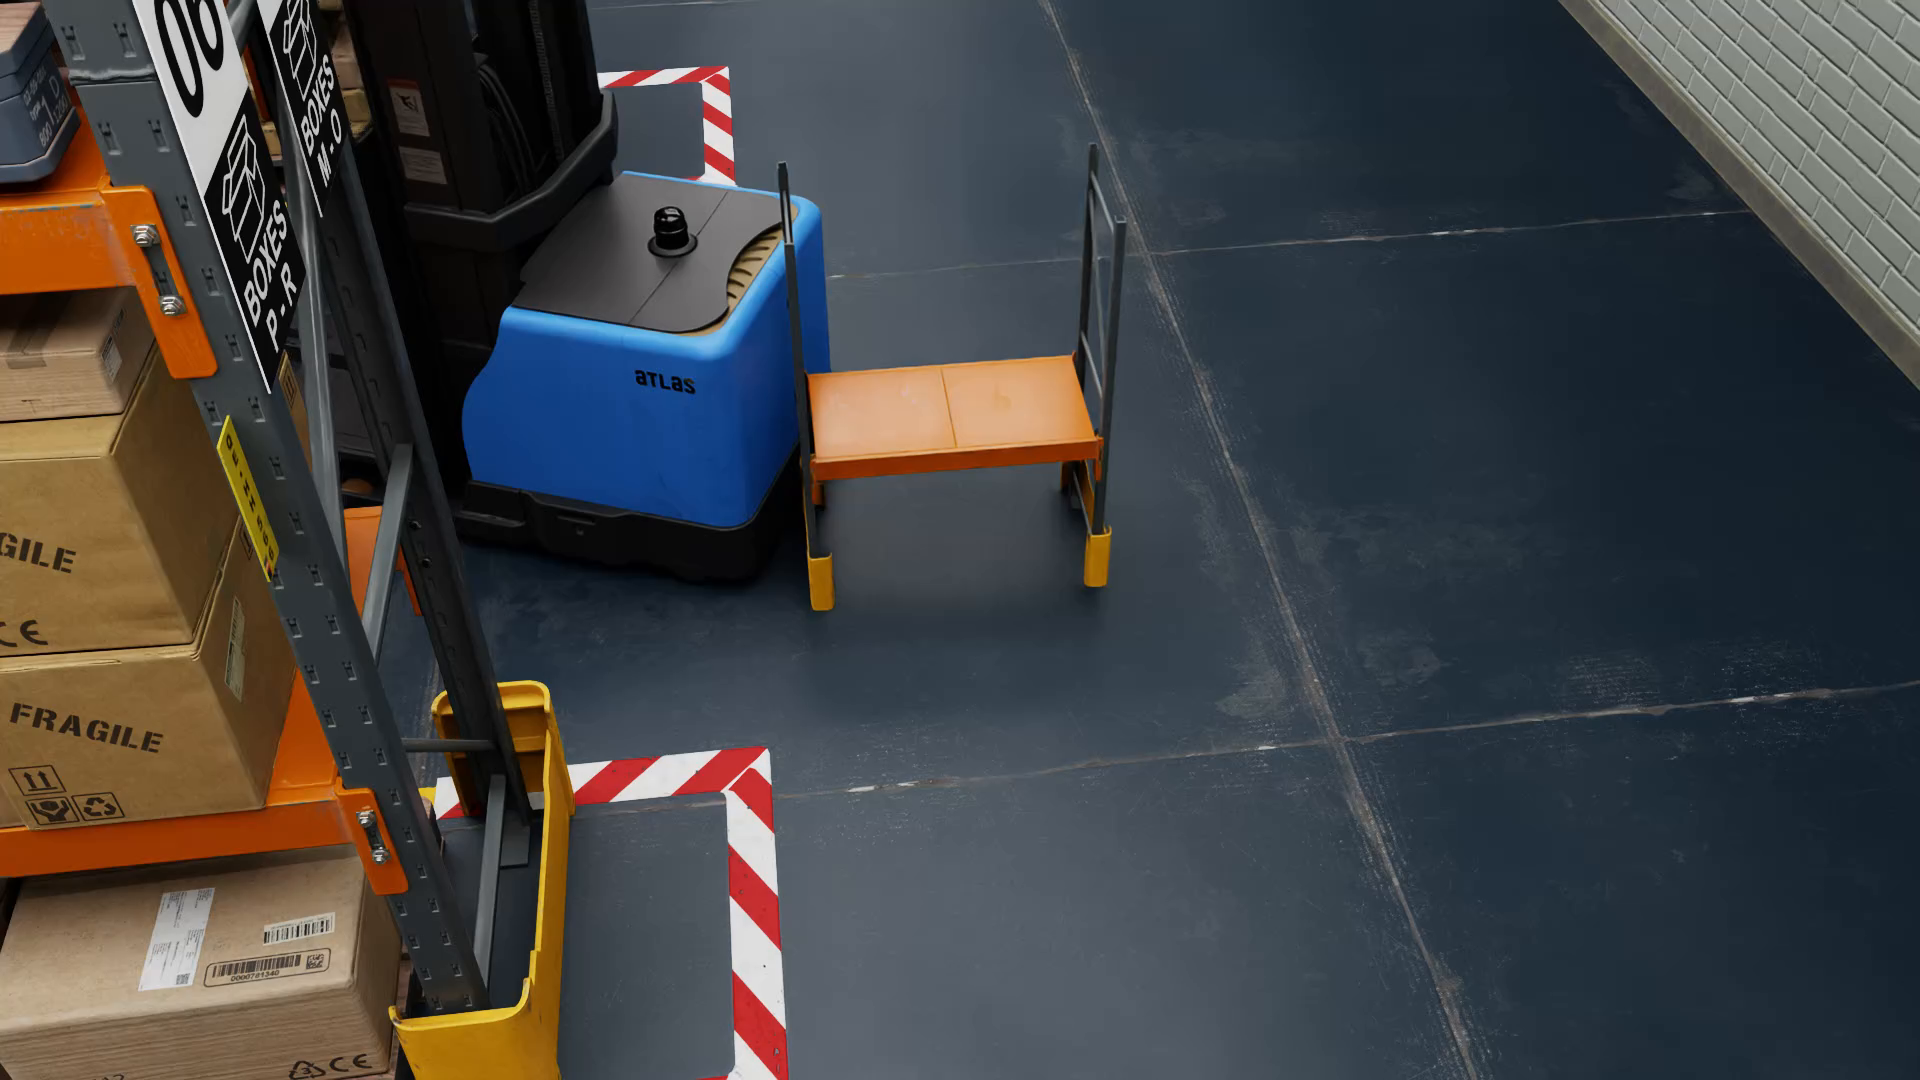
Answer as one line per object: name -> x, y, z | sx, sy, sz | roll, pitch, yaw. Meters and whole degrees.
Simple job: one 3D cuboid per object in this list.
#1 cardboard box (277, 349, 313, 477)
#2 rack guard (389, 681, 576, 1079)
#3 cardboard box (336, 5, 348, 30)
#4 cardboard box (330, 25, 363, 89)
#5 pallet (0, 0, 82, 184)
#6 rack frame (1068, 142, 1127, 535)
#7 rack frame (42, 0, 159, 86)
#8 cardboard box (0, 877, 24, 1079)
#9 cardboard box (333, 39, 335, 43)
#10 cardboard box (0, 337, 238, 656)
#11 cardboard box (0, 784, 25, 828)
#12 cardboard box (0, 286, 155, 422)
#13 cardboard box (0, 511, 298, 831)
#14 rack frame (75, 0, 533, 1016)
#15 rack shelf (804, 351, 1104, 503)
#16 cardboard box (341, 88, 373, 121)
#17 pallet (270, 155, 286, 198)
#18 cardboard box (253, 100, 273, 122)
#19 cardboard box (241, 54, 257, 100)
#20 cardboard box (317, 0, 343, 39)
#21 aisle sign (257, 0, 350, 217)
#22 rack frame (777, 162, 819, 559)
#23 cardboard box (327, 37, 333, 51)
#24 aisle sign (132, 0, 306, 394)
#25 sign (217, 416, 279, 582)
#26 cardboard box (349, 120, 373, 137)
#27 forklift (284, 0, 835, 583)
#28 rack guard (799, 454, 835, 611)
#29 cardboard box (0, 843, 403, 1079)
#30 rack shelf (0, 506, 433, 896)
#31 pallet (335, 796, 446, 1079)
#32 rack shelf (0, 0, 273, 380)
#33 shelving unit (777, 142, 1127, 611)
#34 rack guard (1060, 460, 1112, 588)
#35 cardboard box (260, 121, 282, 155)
cardboard box -> -1.873, -0.103, 4.050 | 0.500, 0.500, 0.500 | -5, 42, -6
rack guard -> -1.336, 1.009, 4.758 | 0.348, 0.500, 1.175 | -5, 42, -6
cardboard box -> -2.923, -2.590, 8.253 | 0.250, 0.149, 0.380 | -4, 42, -5
cardboard box -> -2.850, -2.316, 7.949 | 0.250, 0.149, 0.380 | -4, 42, -5
pallet -> -2.094, -0.926, 2.864 | 1.213, 0.211, 1.003 | -5, 42, -6
rack frame -> 0.465, -0.580, 5.774 | 0.032, 1.500, 0.500 | -5, 42, -5
rack frame -> -1.359, -2.145, 1.909 | 0.127, 3.000, 1.000 | -5, 42, -6
cardboard box -> -2.907, 1.087, 4.404 | 0.875, 0.438, 0.875 | -4, 42, -4
cardboard box -> -3.164, -2.462, 8.333 | 0.250, 0.149, 0.380 | -4, 42, -5
cardboard box -> -1.807, -0.125, 3.328 | 0.500, 0.500, 0.500 | -4, 42, -4
cardboard box -> -2.303, 0.297, 3.606 | 0.500, 0.500, 0.500 | -6, 42, -6
cardboard box -> -1.689, -0.402, 3.151 | 0.250, 0.149, 0.380 | -4, 42, -5
cardboard box -> -1.803, 0.264, 3.643 | 0.500, 0.500, 0.500 | -5, 42, -5
rack frame -> -1.359, 0.083, 3.918 | 0.127, 3.000, 1.000 | -5, 42, -6
rack shelf -> -0.039, -0.405, 5.848 | 1.000, 0.185, 0.538 | -5, 42, -5
cardboard box -> -2.854, -2.181, 8.021 | 0.250, 0.149, 0.380 | -6, 42, -7
pallet -> -2.987, -2.106, 8.428 | 1.213, 0.211, 1.003 | -5, 42, -6
cardboard box -> -3.383, -2.167, 8.005 | 0.250, 0.149, 0.380 | -5, 42, -6
cardboard box -> -3.355, -2.229, 7.852 | 0.250, 0.149, 0.380 | -7, 42, -7
cardboard box -> -3.189, -2.653, 8.323 | 0.250, 0.149, 0.380 | -5, 42, -6
aisle sign -> -1.326, -1.081, 3.268 | 0.004, 0.787, 0.394 | -5, 42, -6
rack frame -> -0.544, -0.497, 5.681 | 0.032, 1.500, 0.500 | -5, 42, -5
cardboard box -> -3.090, -2.209, 7.830 | 0.250, 0.149, 0.380 | -6, 42, -6
aisle sign -> -1.248, -0.683, 2.826 | 0.004, 0.787, 0.394 | -5, 42, -6
sign -> -1.303, -0.073, 3.050 | 0.005, 0.325, 0.100 | -5, 42, -6
cardboard box -> -2.838, -2.019, 8.064 | 0.250, 0.149, 0.380 | -4, 42, -4
forklift -> -2.063, -1.486, 5.710 | 3.031, 2.935, 1.130 | 11, 43, 12
rack guard -> -0.524, -0.034, 6.101 | 0.087, 0.250, 0.587 | -5, 42, -5
cardboard box -> -2.001, 1.002, 4.499 | 0.875, 0.438, 0.875 | -6, 42, -7
rack shelf -> -3.343, 0.524, 3.967 | 4.000, 0.370, 1.077 | -5, 42, -6
pallet -> -2.142, 1.240, 4.718 | 1.213, 0.211, 1.003 | -5, 42, -6
rack shelf -> -3.343, -0.590, 2.962 | 4.000, 0.370, 1.077 | -5, 42, -6
shelving unit -> -0.030, -0.539, 5.728 | 1.083, 1.500, 0.587 | -5, 42, -5
rack guard -> 0.464, -0.116, 6.192 | 0.087, 0.250, 0.587 | -5, 42, -5
cardboard box -> -3.354, -2.023, 8.068 | 0.250, 0.149, 0.380 | -5, 42, -5
